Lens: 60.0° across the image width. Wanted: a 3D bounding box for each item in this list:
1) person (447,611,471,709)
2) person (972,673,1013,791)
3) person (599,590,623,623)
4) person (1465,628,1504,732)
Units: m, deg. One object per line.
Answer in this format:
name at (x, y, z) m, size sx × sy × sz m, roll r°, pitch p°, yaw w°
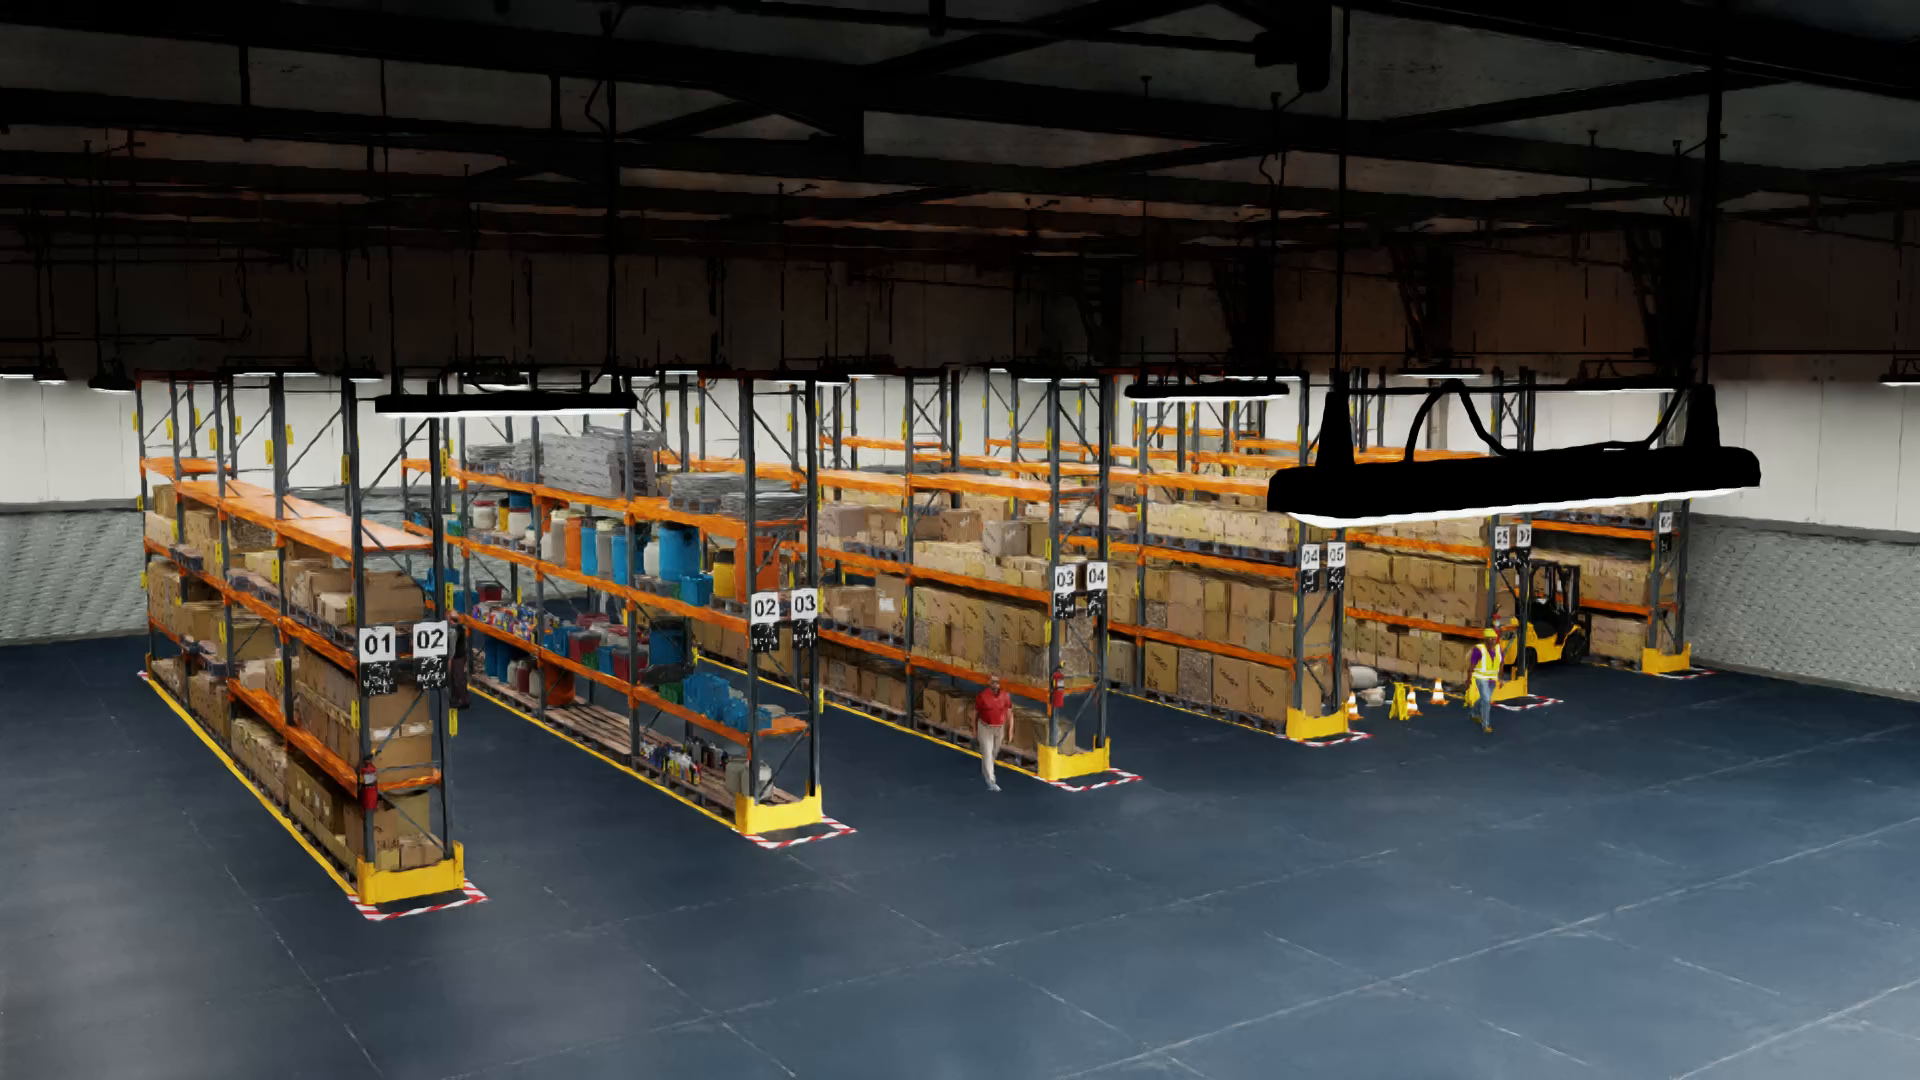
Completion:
person at (-9.023, 2.124, 29.642) m, size 0.576 × 1.709 × 0.626 m, roll -1°, pitch 6°, yaw -7°
person at (0.496, 2.758, 24.227) m, size 0.535 × 1.657 × 1.020 m, roll -3°, pitch 7°, yaw -24°
person at (-8.161, 1.140, 38.717) m, size 0.612 × 1.633 × 0.716 m, roll 2°, pitch 7°, yaw 16°
person at (8.852, 2.324, 27.980) m, size 0.599 × 1.728 × 0.940 m, roll -2°, pitch 7°, yaw -18°
